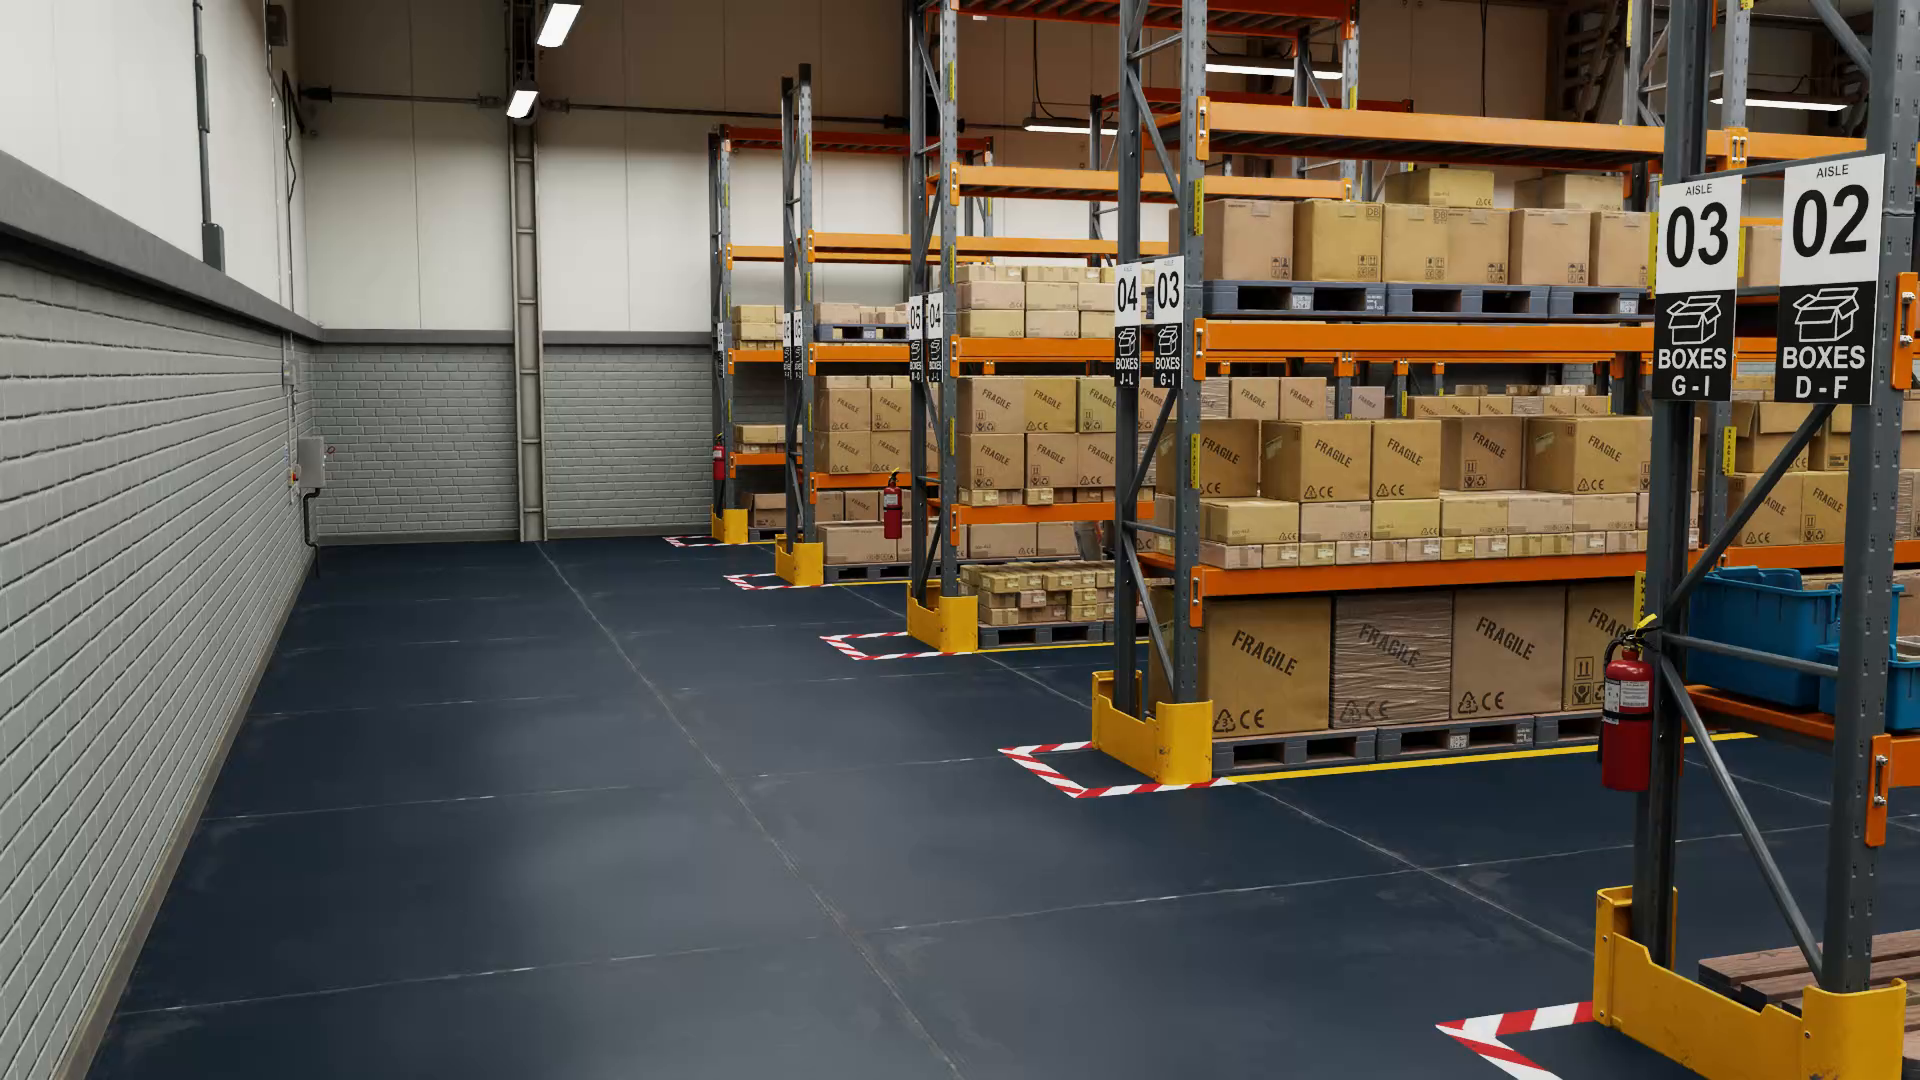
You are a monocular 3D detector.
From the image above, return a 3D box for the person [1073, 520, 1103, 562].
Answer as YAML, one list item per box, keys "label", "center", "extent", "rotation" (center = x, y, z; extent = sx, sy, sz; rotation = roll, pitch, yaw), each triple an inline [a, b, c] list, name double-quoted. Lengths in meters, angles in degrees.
- label: "person"
  center: [1.372, -0.094, 17.456]
  extent: [0.360, 1.672, 0.484]
  rotation: [-1, 6, -13]
